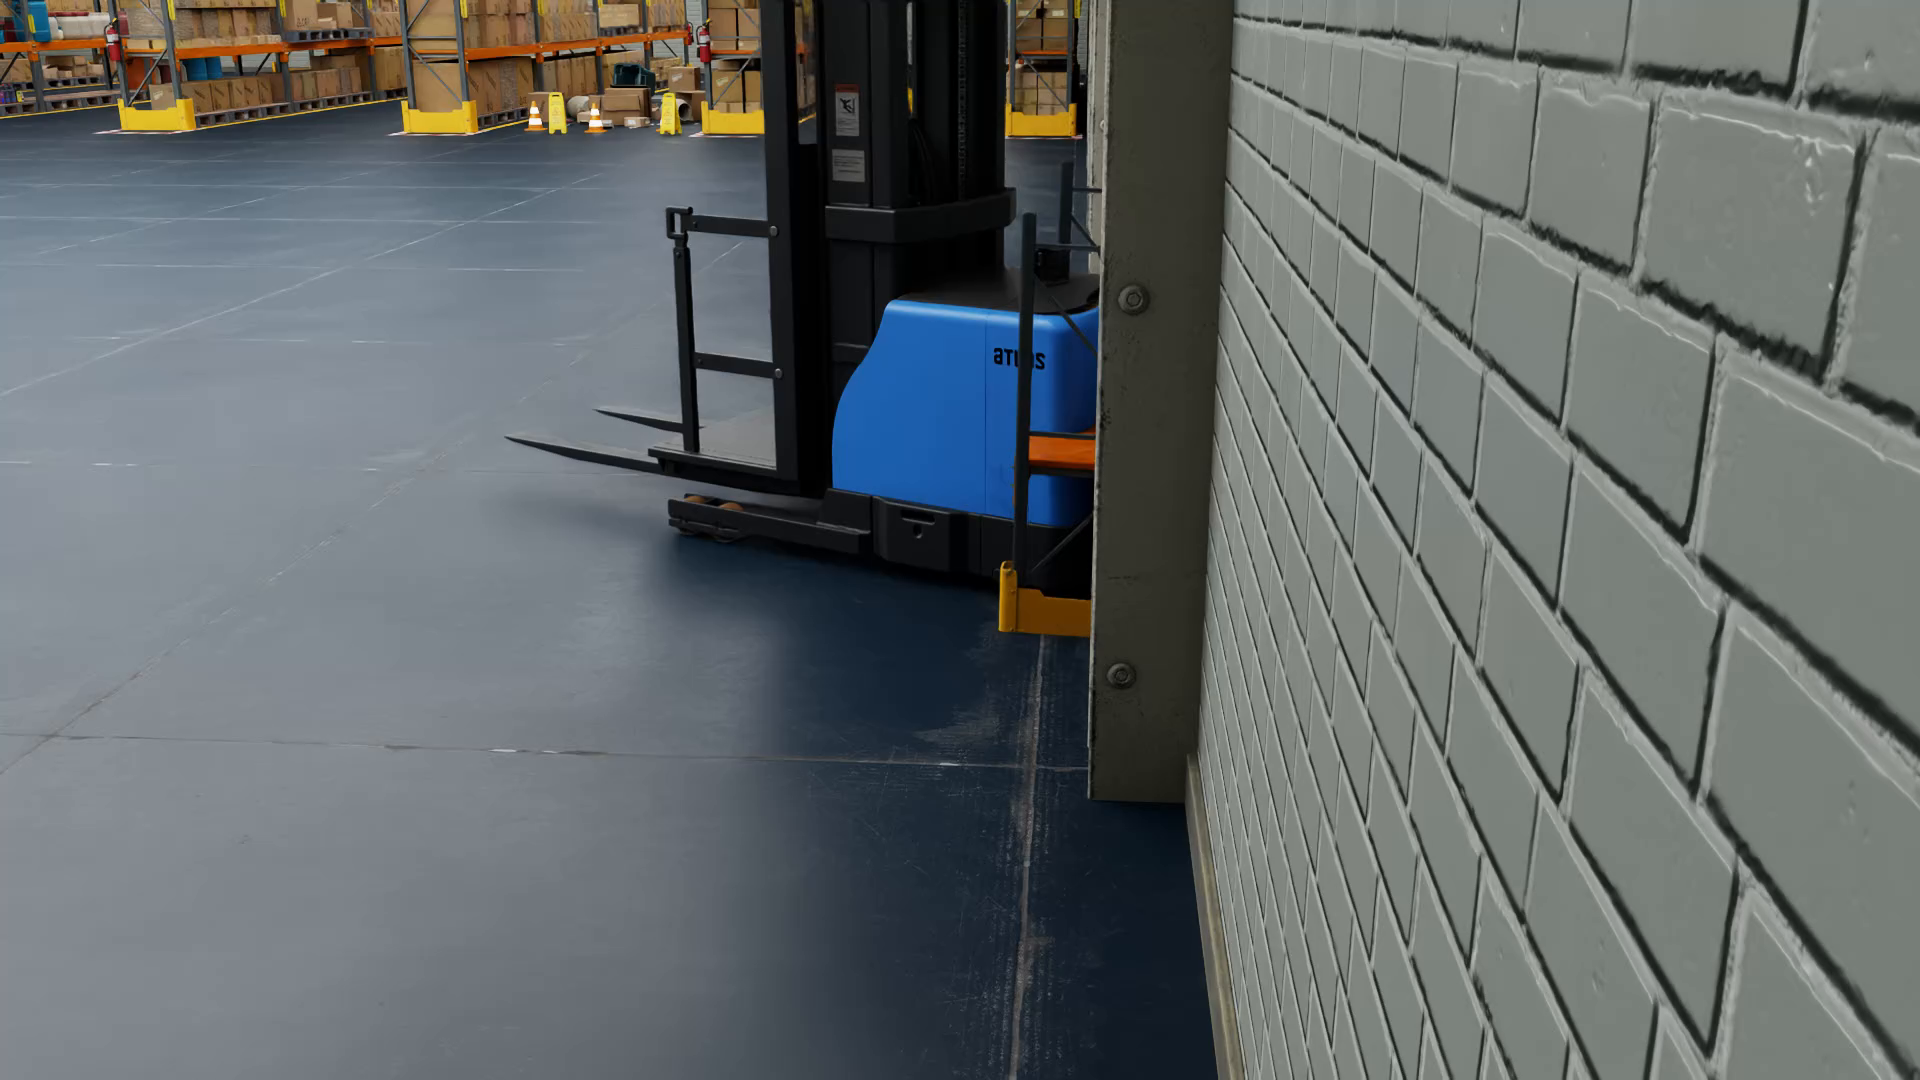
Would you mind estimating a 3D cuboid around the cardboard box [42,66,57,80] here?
[{"bbox_3d":[-22.309,-11.346,40.344,0.500,0.311,0.500,1,18,4],"label":"cardboard box"}]

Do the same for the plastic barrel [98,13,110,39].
[{"bbox_3d":[-17.762,-10.664,34.471,0.421,0.512,0.421,0,18,0],"label":"plastic barrel"}]

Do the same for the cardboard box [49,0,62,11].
[{"bbox_3d":[-22.204,-13.112,40.356,0.500,0.500,0.500,1,18,2],"label":"cardboard box"}]

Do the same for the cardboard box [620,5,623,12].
[{"bbox_3d":[-7.663,-11.754,36.751,0.380,0.149,0.250,0,18,1],"label":"cardboard box"}]

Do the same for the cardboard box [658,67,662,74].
[{"bbox_3d":[-7.414,-11.342,40.147,0.380,0.149,0.250,2,18,6],"label":"cardboard box"}]

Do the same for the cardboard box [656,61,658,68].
[{"bbox_3d":[-7.459,-11.400,39.846,0.380,0.149,0.250,1,18,2],"label":"cardboard box"}]

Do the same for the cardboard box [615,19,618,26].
[{"bbox_3d":[-7.695,-11.309,36.348,0.380,0.149,0.250,2,18,5],"label":"cardboard box"}]

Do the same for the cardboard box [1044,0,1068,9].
[{"bbox_3d":[1.538,-8.606,26.690,0.380,0.149,0.250,1,18,3],"label":"cardboard box"}]

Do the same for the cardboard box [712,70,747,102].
[{"bbox_3d":[-3.853,-7.623,27.906,0.500,0.500,0.500,1,18,4],"label":"cardboard box"}]

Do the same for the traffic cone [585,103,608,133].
[{"bbox_3d":[-6.038,-6.995,27.527,0.336,0.463,0.334,1,18,4],"label":"traffic cone"}]

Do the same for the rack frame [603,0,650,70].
[{"bbox_3d":[-7.735,-11.925,38.499,1.000,3.000,0.127,1,18,4],"label":"rack frame"}]

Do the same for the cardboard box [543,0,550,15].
[{"bbox_3d":[-8.243,-10.277,31.703,0.700,0.500,0.500,1,18,3],"label":"cardboard box"}]

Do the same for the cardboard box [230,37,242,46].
[{"bbox_3d":[-13.092,-8.924,29.744,0.380,0.149,0.250,1,18,4],"label":"cardboard box"}]

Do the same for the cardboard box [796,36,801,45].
[{"bbox_3d":[-3.094,-9.058,30.151,0.380,0.149,0.250,2,18,5],"label":"cardboard box"}]

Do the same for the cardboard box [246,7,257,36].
[{"bbox_3d":[-13.413,-9.478,30.394,0.875,0.500,0.500,1,18,4],"label":"cardboard box"}]

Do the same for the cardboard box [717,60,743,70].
[{"bbox_3d":[-3.894,-8.047,28.158,0.380,0.149,0.250,2,18,6],"label":"cardboard box"}]

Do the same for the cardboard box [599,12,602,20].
[{"bbox_3d":[-7.786,-11.050,35.079,0.380,0.149,0.250,2,18,6],"label":"cardboard box"}]

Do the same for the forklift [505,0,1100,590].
[{"bbox_3d":[-0.631,-1.509,6.822,3.031,2.935,1.130,10,21,29],"label":"forklift"}]

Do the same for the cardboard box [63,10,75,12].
[{"bbox_3d":[-22.175,-12.803,41.019,0.500,0.500,0.500,1,18,4],"label":"cardboard box"}]

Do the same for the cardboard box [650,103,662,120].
[{"bbox_3d":[-5.563,-7.857,30.474,0.258,0.266,0.396,-13,22,-34],"label":"cardboard box"}]

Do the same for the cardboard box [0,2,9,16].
[{"bbox_3d":[-22.812,-12.394,39.096,0.700,0.500,0.500,-5,19,-15],"label":"cardboard box"}]

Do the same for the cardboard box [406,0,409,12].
[{"bbox_3d":[-12.773,-12.180,37.505,0.797,0.503,0.637,1,18,5],"label":"cardboard box"}]

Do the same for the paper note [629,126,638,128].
[{"bbox_3d":[-5.568,-7.046,28.377,0.148,0.019,0.142,-5,19,-15],"label":"paper note"}]

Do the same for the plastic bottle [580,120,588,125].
[{"bbox_3d":[-6.607,-7.330,29.194,0.133,0.061,0.283,-5,19,-15],"label":"plastic bottle"}]

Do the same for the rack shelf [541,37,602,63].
[{"bbox_3d":[-8.165,-9.720,32.924,1.077,0.370,4.000,1,18,4],"label":"rack shelf"}]

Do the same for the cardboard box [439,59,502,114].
[{"bbox_3d":[-8.551,-7.873,28.872,0.875,0.875,0.875,1,18,3],"label":"cardboard box"}]

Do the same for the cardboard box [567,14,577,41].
[{"bbox_3d":[-7.891,-10.115,32.814,0.500,0.500,0.500,2,18,5],"label":"cardboard box"}]

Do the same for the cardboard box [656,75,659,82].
[{"bbox_3d":[-7.369,-10.958,39.453,0.380,0.149,0.250,2,18,6],"label":"cardboard box"}]

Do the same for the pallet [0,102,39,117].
[{"bbox_3d":[-18.278,-8.160,31.488,1.003,0.211,1.213,1,18,4],"label":"pallet"}]

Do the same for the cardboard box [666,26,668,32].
[{"bbox_3d":[-7.369,-12.542,40.786,0.380,0.149,0.250,1,18,2],"label":"cardboard box"}]

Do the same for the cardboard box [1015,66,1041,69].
[{"bbox_3d":[1.169,-8.163,29.154,0.500,0.250,0.500,2,18,6],"label":"cardboard box"}]

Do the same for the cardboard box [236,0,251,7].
[{"bbox_3d":[-13.077,-9.790,29.739,0.500,0.500,0.500,1,18,4],"label":"cardboard box"}]

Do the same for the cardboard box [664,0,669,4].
[{"bbox_3d":[-7.332,-13.200,40.147,0.500,0.500,0.500,1,18,2],"label":"cardboard box"}]

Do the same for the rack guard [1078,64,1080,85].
[{"bbox_3d":[2.442,-11.767,42.031,1.175,0.500,0.348,1,18,4],"label":"rack guard"}]

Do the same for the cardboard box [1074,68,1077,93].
[{"bbox_3d":[2.184,-9.630,34.836,0.500,0.500,0.500,2,18,6],"label":"cardboard box"}]

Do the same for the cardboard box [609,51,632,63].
[{"bbox_3d":[-7.610,-10.732,36.994,0.500,0.250,0.500,0,18,1],"label":"cardboard box"}]

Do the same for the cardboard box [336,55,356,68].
[{"bbox_3d":[-12.979,-9.993,34.708,0.500,0.250,0.500,2,18,6],"label":"cardboard box"}]

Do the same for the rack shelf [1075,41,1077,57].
[{"bbox_3d":[1.731,-9.531,32.348,1.077,0.370,4.000,1,18,4],"label":"rack shelf"}]

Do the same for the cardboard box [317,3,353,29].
[{"bbox_3d":[-12.900,-10.728,34.010,0.700,0.500,0.500,4,19,12],"label":"cardboard box"}]

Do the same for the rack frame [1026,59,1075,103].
[{"bbox_3d":[1.874,-10.494,34.131,1.000,3.000,0.127,1,18,4],"label":"rack frame"}]

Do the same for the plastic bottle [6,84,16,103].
[{"bbox_3d":[-17.947,-8.437,31.401,0.144,0.351,0.185,1,18,2],"label":"plastic bottle"}]

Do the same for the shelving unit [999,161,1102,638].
[{"bbox_3d":[0.532,-0.535,6.087,0.587,1.500,1.083,5,23,9],"label":"shelving unit"}]

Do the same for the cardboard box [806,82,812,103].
[{"bbox_3d":[-3.328,-8.475,31.516,0.950,0.372,0.625,2,18,5],"label":"cardboard box"}]

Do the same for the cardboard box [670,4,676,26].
[{"bbox_3d":[-7.292,-12.893,40.816,0.500,0.500,0.500,1,18,4],"label":"cardboard box"}]

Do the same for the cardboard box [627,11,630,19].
[{"bbox_3d":[-7.620,-11.775,37.291,0.380,0.149,0.250,1,18,2],"label":"cardboard box"}]

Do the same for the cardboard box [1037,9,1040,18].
[{"bbox_3d":[1.115,-8.638,27.266,0.380,0.149,0.250,2,18,5],"label":"cardboard box"}]

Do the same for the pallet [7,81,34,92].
[{"bbox_3d":[-22.576,-10.711,39.272,1.003,0.211,1.213,1,18,4],"label":"pallet"}]

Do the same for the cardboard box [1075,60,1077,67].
[{"bbox_3d":[2.268,-10.051,35.077,0.380,0.149,0.250,2,18,6],"label":"cardboard box"}]

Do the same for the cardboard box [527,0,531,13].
[{"bbox_3d":[-8.369,-9.911,30.377,0.875,0.550,0.550,1,18,4],"label":"cardboard box"}]

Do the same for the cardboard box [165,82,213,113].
[{"bbox_3d":[-13.465,-7.732,29.042,0.500,0.500,0.500,6,19,18],"label":"cardboard box"}]

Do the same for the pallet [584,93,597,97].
[{"bbox_3d":[-8.153,-9.114,34.399,1.003,0.211,1.213,1,18,4],"label":"pallet"}]

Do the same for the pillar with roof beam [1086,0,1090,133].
[{"bbox_3d":[-2.044,-11.152,26.506,9.100,9.000,0.400,1,18,4],"label":"pillar with roof beam"}]
